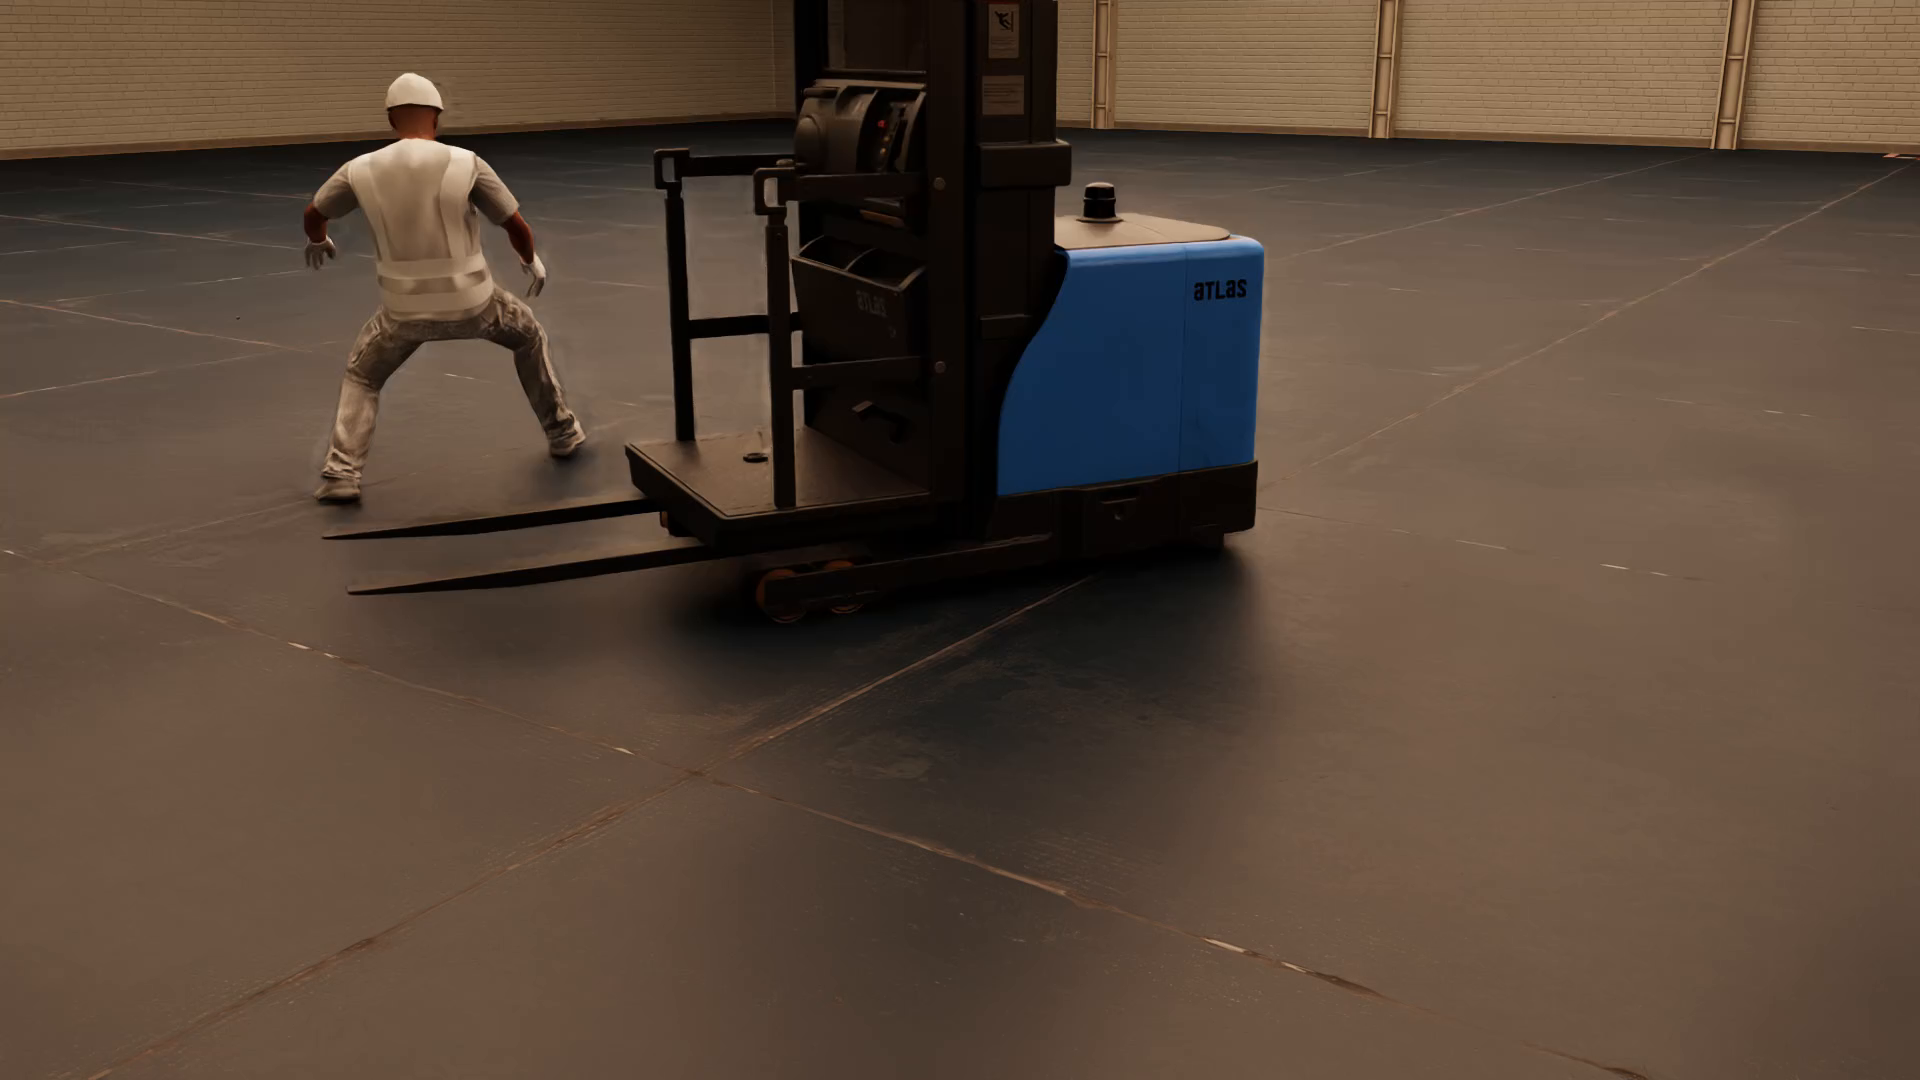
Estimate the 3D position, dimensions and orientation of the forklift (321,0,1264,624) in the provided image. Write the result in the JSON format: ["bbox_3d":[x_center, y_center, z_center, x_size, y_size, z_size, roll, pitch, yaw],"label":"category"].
[{"bbox_3d":[-0.512,-1.320,5.248,3.031,2.935,1.130,-8,18,-25],"label":"forklift"}]

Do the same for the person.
[{"bbox_3d":[-2.123,-1.020,6.646,1.051,1.635,0.952,-2,17,-5],"label":"person"}]
